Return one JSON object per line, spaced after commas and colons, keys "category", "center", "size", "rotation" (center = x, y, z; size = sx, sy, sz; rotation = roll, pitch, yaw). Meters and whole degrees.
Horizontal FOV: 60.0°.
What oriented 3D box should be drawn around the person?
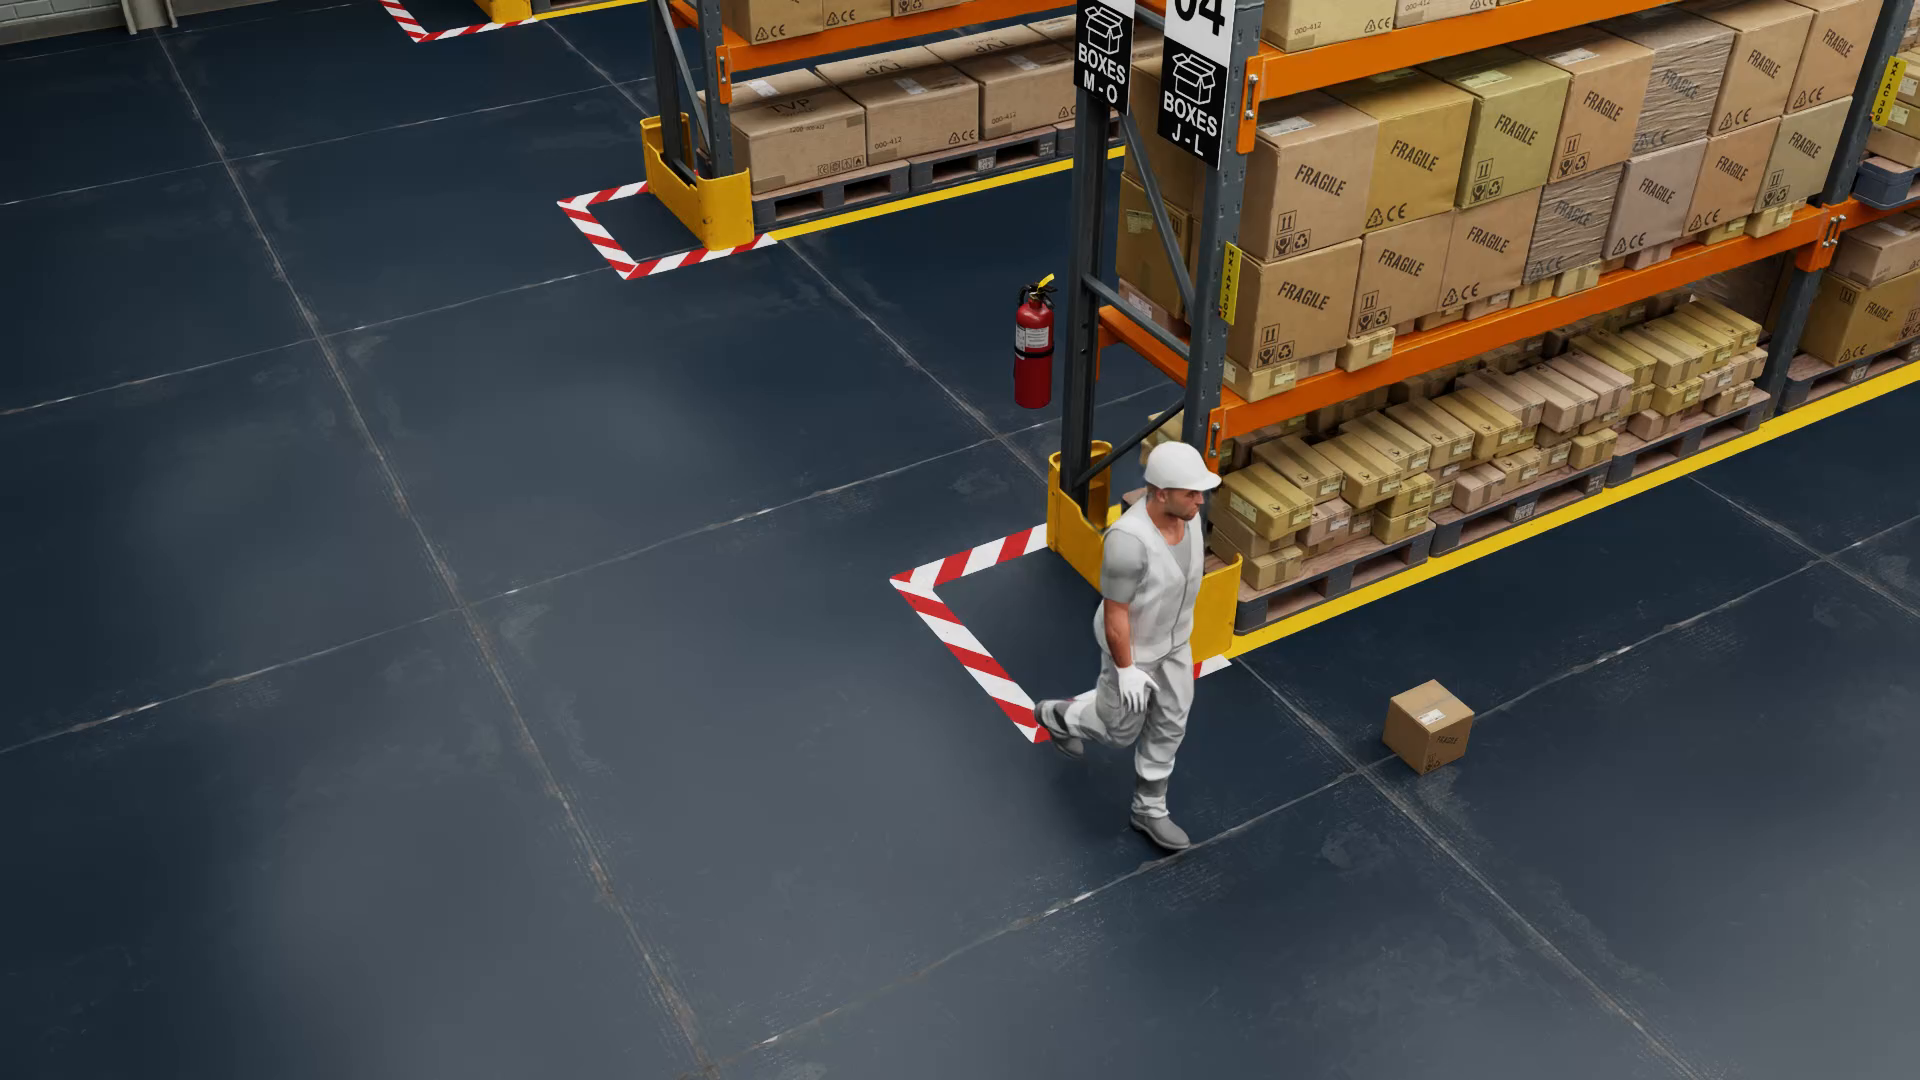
{"category": "person", "center": [0.678, 0.359, 6.428], "size": [0.541, 1.771, 0.833], "rotation": [-28, 45, -32]}
